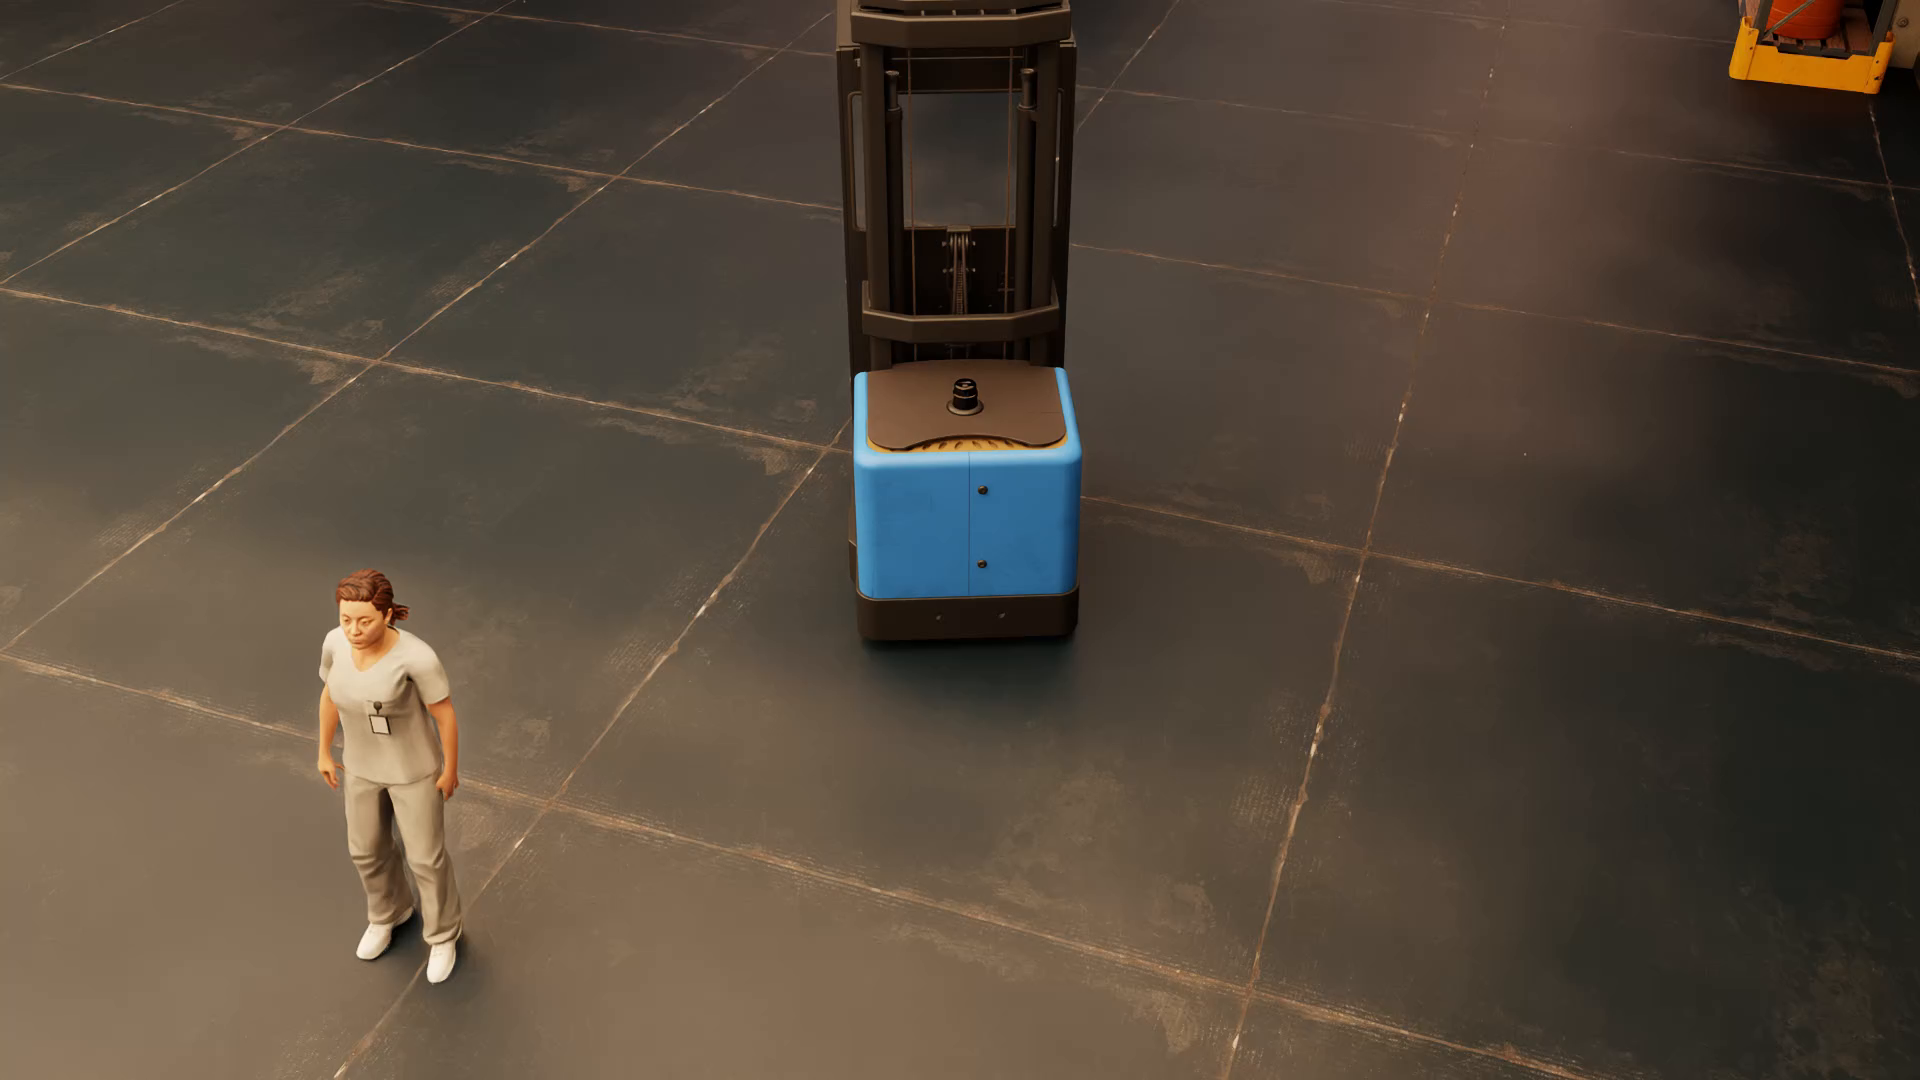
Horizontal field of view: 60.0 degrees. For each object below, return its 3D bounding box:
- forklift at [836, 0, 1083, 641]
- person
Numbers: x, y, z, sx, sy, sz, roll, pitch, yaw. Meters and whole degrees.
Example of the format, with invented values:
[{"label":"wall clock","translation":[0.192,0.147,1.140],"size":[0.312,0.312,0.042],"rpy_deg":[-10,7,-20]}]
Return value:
[{"label":"forklift","translation":[-0.029,-1.547,8.293],"size":[1.130,2.935,3.031],"rpy_deg":[-2,35,-2]},{"label":"person","translation":[-2.066,0.850,6.016],"size":[0.522,1.690,0.479],"rpy_deg":[8,36,11]}]
